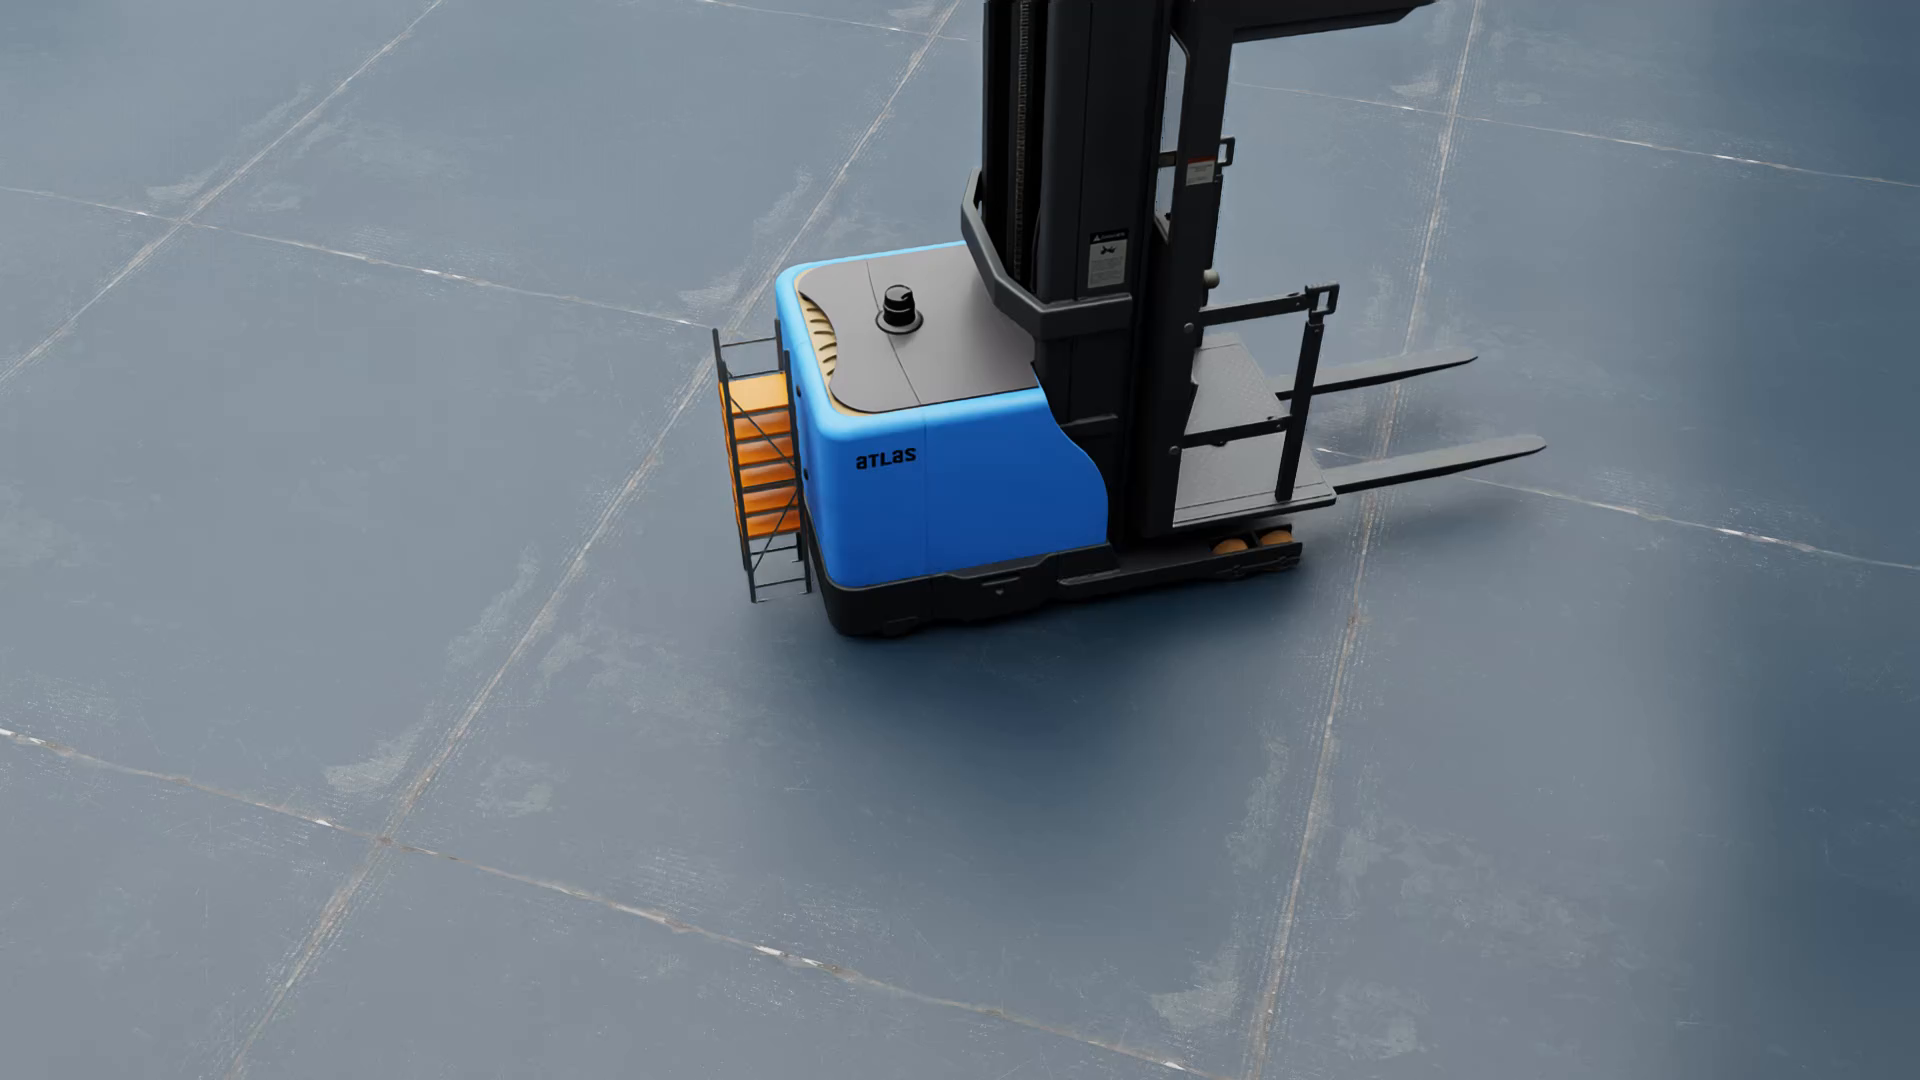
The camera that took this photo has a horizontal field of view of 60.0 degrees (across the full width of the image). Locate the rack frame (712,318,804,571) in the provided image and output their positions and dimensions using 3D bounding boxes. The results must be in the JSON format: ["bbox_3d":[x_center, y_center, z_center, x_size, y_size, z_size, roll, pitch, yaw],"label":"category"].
[{"bbox_3d":[-0.746,-0.327,6.225,0.240,1.200,0.006,-10,45,-10],"label":"rack frame"}]

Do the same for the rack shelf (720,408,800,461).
[{"bbox_3d":[-0.724,-0.404,6.025,0.258,0.103,0.180,-10,45,-10],"label":"rack shelf"}]

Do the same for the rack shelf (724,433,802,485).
[{"bbox_3d":[-0.723,-0.319,6.109,0.258,0.103,0.180,-10,45,-10],"label":"rack shelf"}]

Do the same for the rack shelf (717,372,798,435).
[{"bbox_3d":[-0.724,-0.490,5.941,0.258,0.103,0.180,-10,45,-10],"label":"rack shelf"}]

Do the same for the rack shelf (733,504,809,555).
[{"bbox_3d":[-0.722,-0.061,6.361,0.258,0.103,0.180,-10,45,-10],"label":"rack shelf"}]

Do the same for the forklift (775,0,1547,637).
[{"bbox_3d":[0.864,-1.240,5.921,3.031,2.935,1.130,-10,45,-10],"label":"forklift"}]

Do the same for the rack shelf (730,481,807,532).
[{"bbox_3d":[-0.722,-0.147,6.277,0.258,0.103,0.180,-10,45,-10],"label":"rack shelf"}]

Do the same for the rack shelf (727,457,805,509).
[{"bbox_3d":[-0.723,-0.233,6.193,0.258,0.103,0.180,-10,45,-10],"label":"rack shelf"}]

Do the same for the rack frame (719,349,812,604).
[{"bbox_3d":[-0.700,-0.203,6.098,0.240,1.200,0.006,-10,45,-10],"label":"rack frame"}]

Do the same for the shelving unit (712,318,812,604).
[{"bbox_3d":[-0.723,-0.265,6.162,0.258,1.200,0.189,-10,45,-10],"label":"shelving unit"}]
